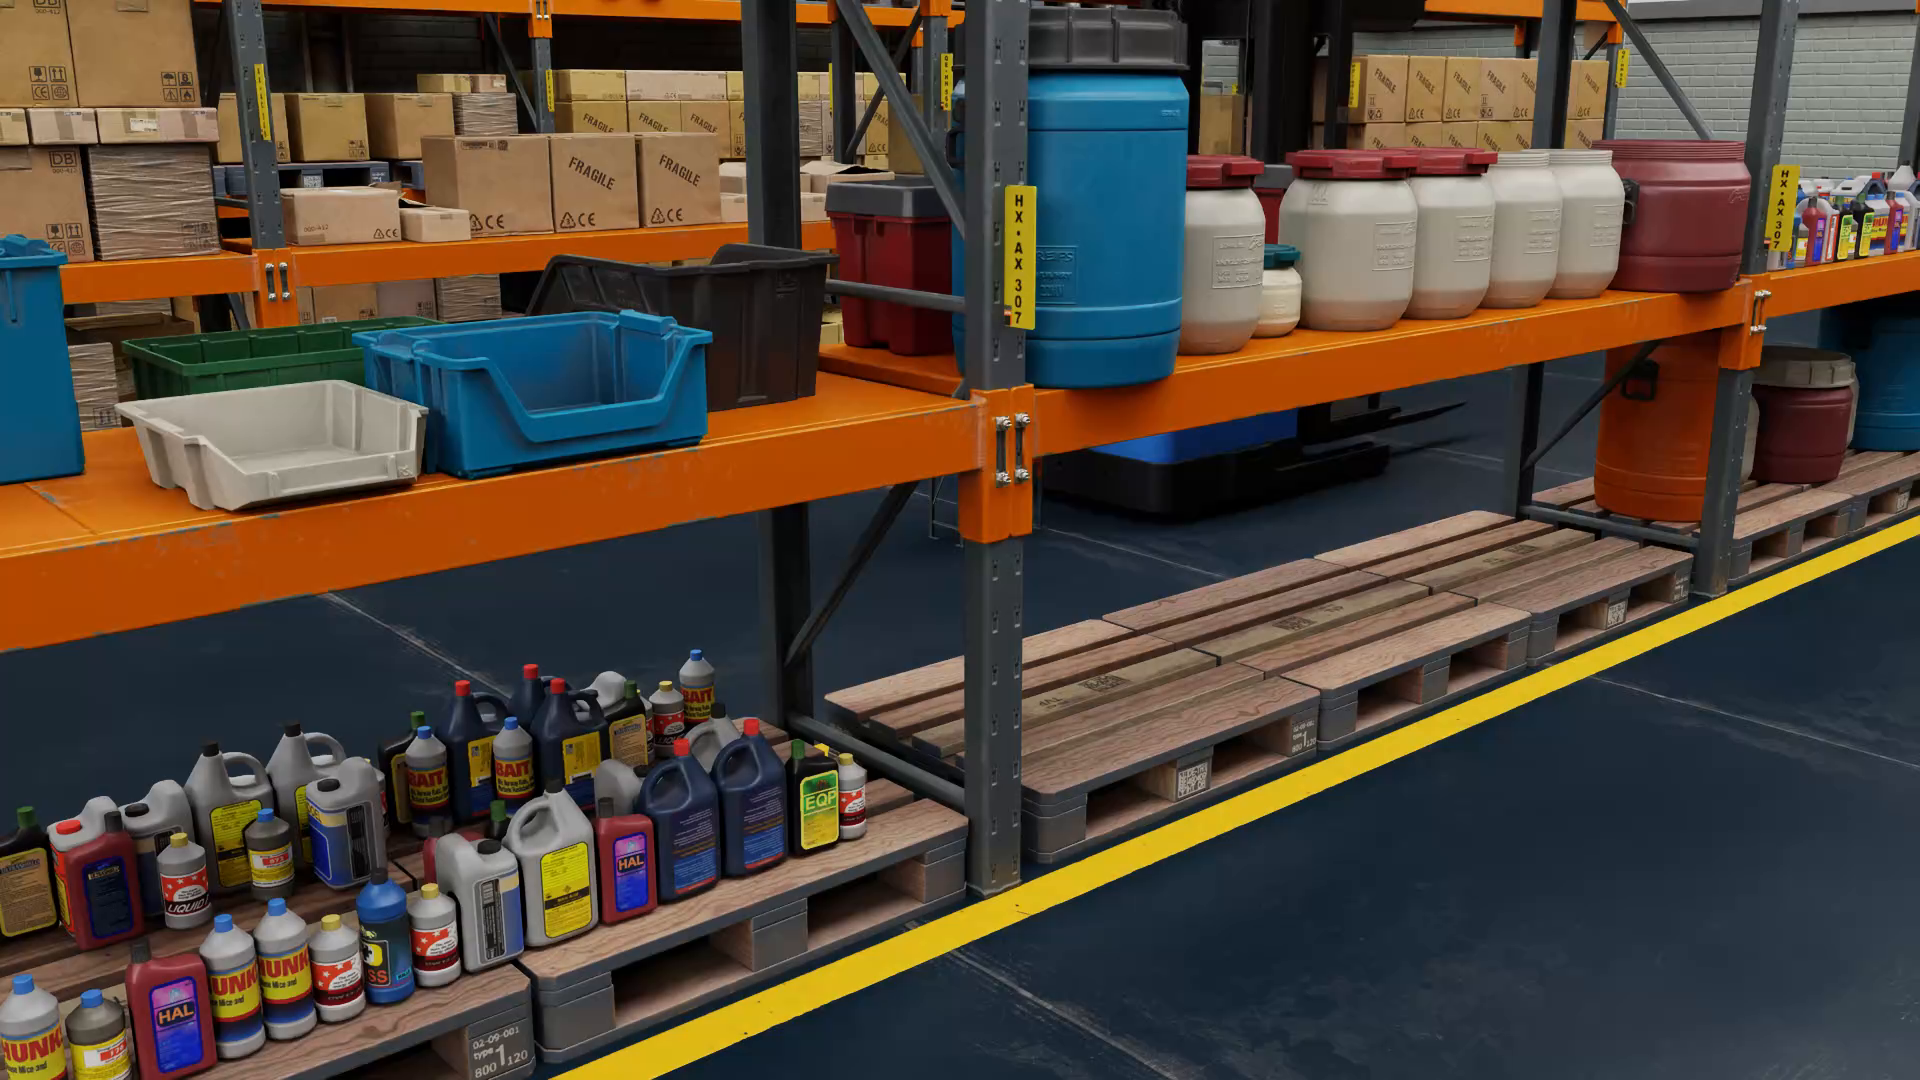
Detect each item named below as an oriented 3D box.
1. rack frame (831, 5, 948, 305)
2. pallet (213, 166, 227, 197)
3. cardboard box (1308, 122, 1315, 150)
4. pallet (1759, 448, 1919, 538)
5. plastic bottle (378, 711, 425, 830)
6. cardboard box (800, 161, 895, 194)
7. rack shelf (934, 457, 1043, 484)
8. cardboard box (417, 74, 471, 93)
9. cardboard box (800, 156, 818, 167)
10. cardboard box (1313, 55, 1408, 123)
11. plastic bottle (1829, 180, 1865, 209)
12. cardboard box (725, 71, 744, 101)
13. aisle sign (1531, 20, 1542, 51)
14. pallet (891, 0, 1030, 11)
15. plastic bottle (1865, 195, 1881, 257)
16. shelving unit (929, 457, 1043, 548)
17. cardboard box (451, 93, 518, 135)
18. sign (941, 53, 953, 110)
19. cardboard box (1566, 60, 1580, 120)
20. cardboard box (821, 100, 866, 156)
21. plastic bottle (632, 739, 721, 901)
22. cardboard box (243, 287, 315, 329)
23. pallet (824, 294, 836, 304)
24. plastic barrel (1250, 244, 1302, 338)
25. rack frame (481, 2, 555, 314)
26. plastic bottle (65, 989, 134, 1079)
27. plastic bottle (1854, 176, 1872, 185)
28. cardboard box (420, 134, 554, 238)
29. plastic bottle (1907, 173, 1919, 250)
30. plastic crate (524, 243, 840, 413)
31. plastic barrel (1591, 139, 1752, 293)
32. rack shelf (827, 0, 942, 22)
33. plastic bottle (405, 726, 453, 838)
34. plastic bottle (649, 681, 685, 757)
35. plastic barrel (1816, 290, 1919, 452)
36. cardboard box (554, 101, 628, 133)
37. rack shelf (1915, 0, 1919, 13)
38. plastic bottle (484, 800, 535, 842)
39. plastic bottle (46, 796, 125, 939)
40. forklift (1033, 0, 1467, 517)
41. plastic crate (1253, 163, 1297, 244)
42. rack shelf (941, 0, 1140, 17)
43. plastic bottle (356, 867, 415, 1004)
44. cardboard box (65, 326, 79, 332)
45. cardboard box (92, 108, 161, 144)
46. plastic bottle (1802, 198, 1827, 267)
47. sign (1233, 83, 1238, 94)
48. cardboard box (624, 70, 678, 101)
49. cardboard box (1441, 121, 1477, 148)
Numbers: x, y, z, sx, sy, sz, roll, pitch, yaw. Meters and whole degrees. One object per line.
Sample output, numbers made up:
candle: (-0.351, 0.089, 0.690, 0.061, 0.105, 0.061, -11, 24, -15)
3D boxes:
rack frame: (-0.445, -2.273, 10.445, 0.127, 3.000, 1.000, -13, 19, -39)
pallet: (-6.045, -2.567, 11.920, 1.213, 0.211, 1.003, -13, 19, -39)
cardboard box: (2.781, -3.133, 13.473, 0.500, 0.500, 0.500, -12, 19, -38)
pallet: (4.291, -0.308, 8.493, 1.213, 0.211, 1.003, -13, 19, -39)
plastic bottle: (-1.390, 0.578, 4.186, 0.133, 0.283, 0.061, -12, 19, -37)
cardboard box: (-0.748, -2.176, 10.258, 0.500, 0.311, 0.500, -11, 19, -36)
rack shelf: (0.125, -0.351, 7.769, 0.480, 0.148, 0.258, -13, 19, -39)
cardboard box: (-4.173, -3.689, 13.444, 0.380, 0.149, 0.250, 12, 19, 38)
cardboard box: (-1.540, -3.523, 15.574, 0.250, 0.149, 0.380, -13, 19, -39)
cardboard box: (3.112, -3.507, 12.934, 0.500, 0.500, 0.500, -12, 19, -38)
plastic bottle: (4.623, -1.735, 8.672, 0.135, 0.276, 0.152, -13, 19, -39)
cardboard box: (-2.028, -4.091, 14.992, 0.500, 0.250, 0.500, -13, 20, -40)
aisle sign: (5.449, -4.952, 15.441, 0.004, 0.787, 0.394, -13, 19, -39)
pallet: (-0.058, -5.457, 16.726, 1.213, 0.211, 1.003, -13, 19, -39)
plastic bottle: (4.071, -1.410, 7.466, 0.097, 0.271, 0.097, 0, 15, 0)
shelving unit: (0.125, -0.608, 7.700, 0.503, 1.200, 0.258, -13, 19, -39)
cardboard box: (-4.048, -3.416, 13.678, 0.700, 0.500, 0.500, 13, 20, 40)
sign: (-0.078, -2.724, 9.893, 0.005, 0.325, 0.100, -13, 19, -39)
cardboard box: (5.054, -3.944, 14.573, 0.500, 0.500, 0.500, -12, 19, -38)
cardboard box: (-1.243, -3.900, 15.729, 0.500, 0.500, 0.500, -12, 19, -39)
plastic bottle: (-0.655, 0.635, 3.841, 0.185, 0.351, 0.144, -14, 20, -42)
cardboard box: (-5.405, -1.867, 12.920, 0.500, 0.500, 0.700, -12, 19, -39)
pallet: (-1.215, -2.421, 16.406, 1.213, 0.211, 1.003, -13, 19, -39)
plastic barrel: (0.885, -0.758, 5.041, 0.301, 0.262, 0.301, 0, 15, 0)
rack frame: (-3.700, -3.236, 14.053, 0.127, 3.000, 1.000, -13, 19, -39)
plastic bottle: (-1.581, 0.923, 3.052, 0.097, 0.201, 0.097, 0, 15, 0)
plastic bottle: (4.946, -1.859, 9.138, 0.135, 0.276, 0.152, -13, 19, -39)
cardboard box: (-2.475, -1.859, 8.705, 0.500, 0.500, 0.500, -11, 18, -35)
plastic bottle: (4.511, -1.555, 7.856, 0.185, 0.351, 0.144, -13, 19, -39)
plastic crate: (-0.692, -0.536, 4.065, 0.504, 0.338, 0.767, -13, 19, -39)
plastic barrel: (2.652, -1.236, 6.300, 0.708, 0.536, 0.600, -13, 19, -39)
rack shelf: (-1.954, -3.035, 8.883, 4.000, 0.370, 1.077, -13, 19, -39)
plastic bottle: (-1.324, 0.596, 4.142, 0.097, 0.271, 0.097, 0, 15, 0)
plastic bottle: (-0.819, 0.495, 4.653, 0.097, 0.201, 0.097, 0, 15, 0)
plastic barrel: (4.865, -0.966, 8.805, 0.708, 0.901, 0.600, -13, 19, -39)
cardboard box: (-3.165, -3.470, 14.121, 0.500, 0.500, 0.500, -12, 19, -38)
rack shelf: (4.312, -2.748, 7.807, 4.000, 0.370, 1.077, -13, 19, -39)
plastic bottle: (-0.986, 0.707, 3.703, 0.133, 0.283, 0.061, -13, 19, -39)
plastic bottle: (-1.926, 0.717, 3.678, 0.135, 0.276, 0.152, -12, 19, -39)
forklift: (1.714, -1.828, 8.916, 3.031, 2.935, 1.130, -14, 20, -41)
plastic crate: (1.384, -1.124, 6.023, 0.583, 0.464, 0.402, -13, 19, -39)
rack shelf: (1.064, -3.713, 11.419, 4.000, 0.370, 1.077, -13, 19, -39)
plastic bottle: (-1.172, 0.797, 3.387, 0.097, 0.271, 0.097, 0, 15, 0)
cardboard box: (-4.390, -0.728, 7.724, 0.500, 0.500, 0.500, -13, 19, -39)
cardboard box: (-3.715, -1.827, 7.328, 0.250, 0.149, 0.380, -13, 20, -41)
plastic bottle: (3.620, -1.308, 7.062, 0.133, 0.283, 0.061, -13, 19, -39)
sign: (2.210, -3.473, 13.261, 0.005, 0.325, 0.100, -13, 19, -39)
cardboard box: (-2.783, -3.918, 14.344, 0.500, 0.250, 0.500, -13, 20, -40)
cardboard box: (3.899, -3.203, 13.737, 0.500, 0.500, 0.500, -13, 20, -40)
